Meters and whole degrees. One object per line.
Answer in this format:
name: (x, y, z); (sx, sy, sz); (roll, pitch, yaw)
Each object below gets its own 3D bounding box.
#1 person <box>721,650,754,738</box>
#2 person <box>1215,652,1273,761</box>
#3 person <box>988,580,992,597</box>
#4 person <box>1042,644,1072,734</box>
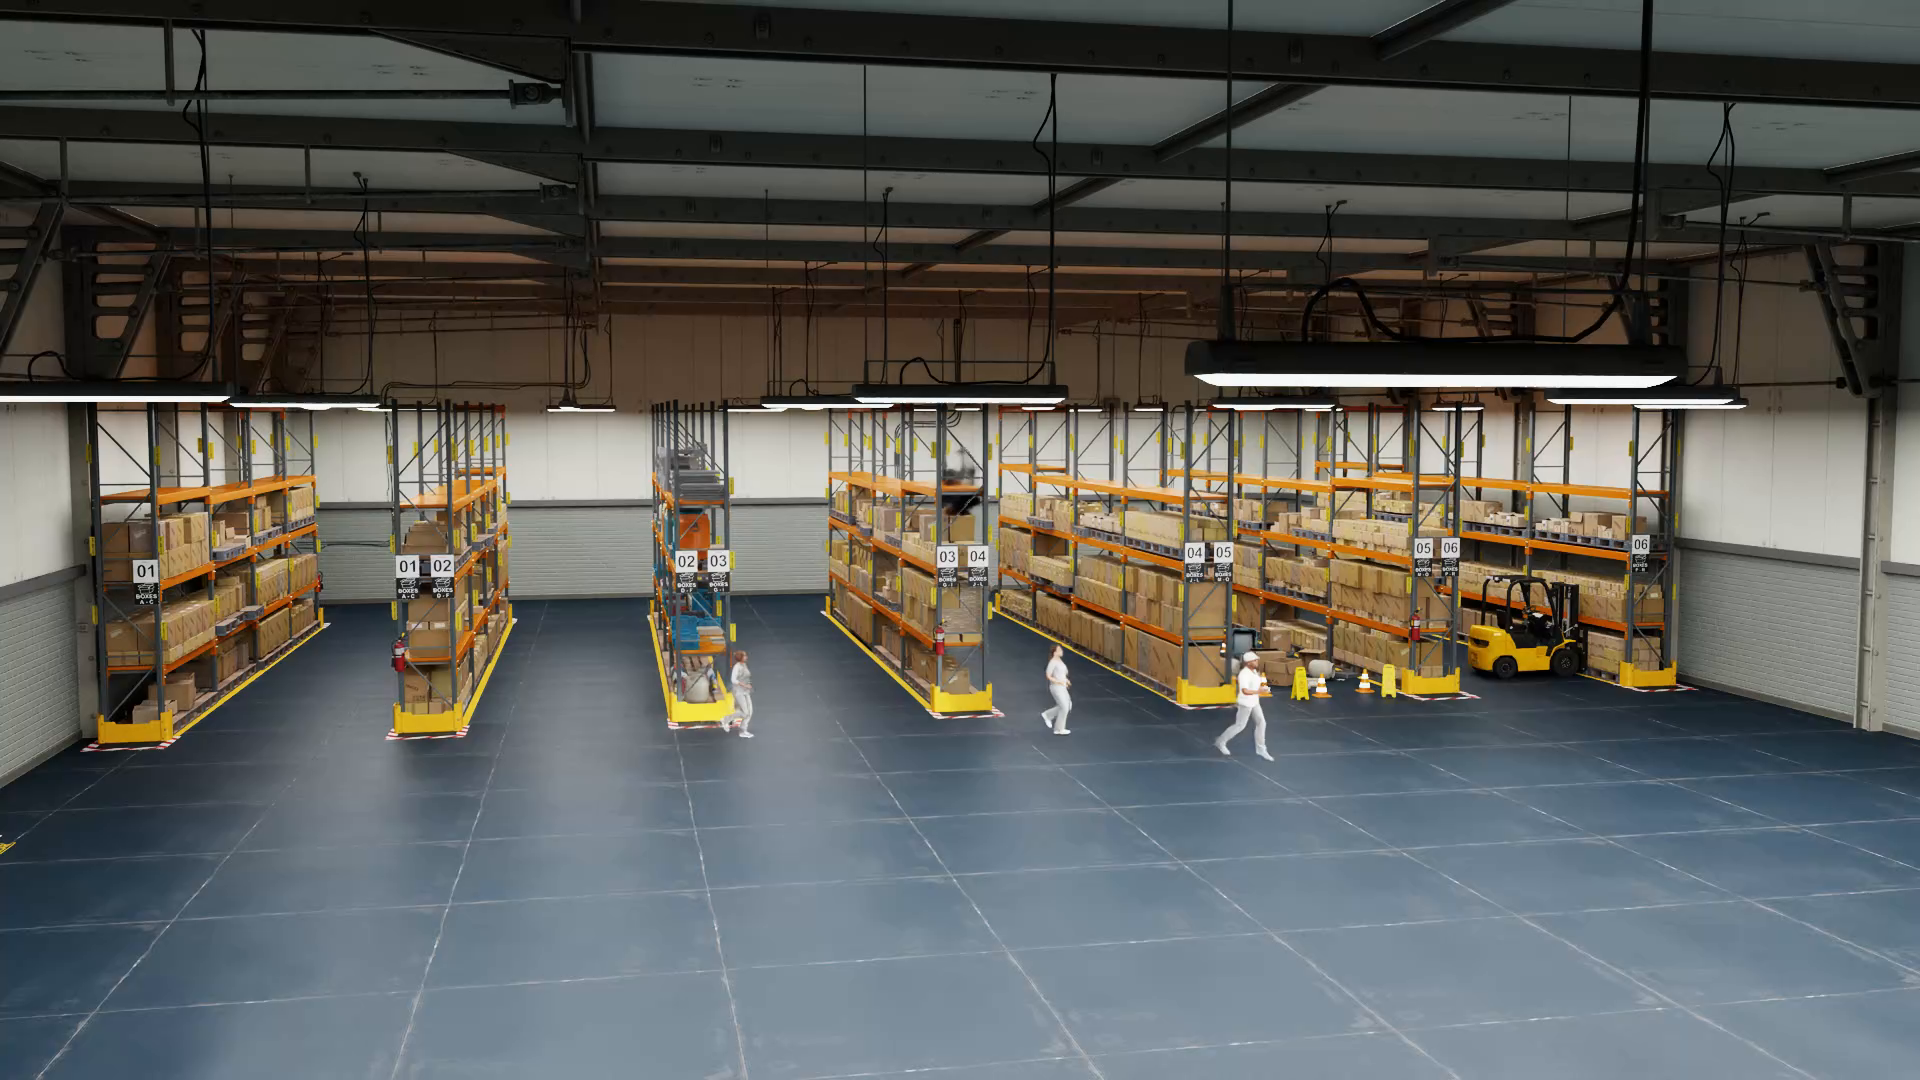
person: (-3.918, 2.721, 29.469); (0.616, 1.551, 0.537); (1, 4, 12)
person: (4.750, 2.752, 27.685); (0.948, 1.801, 0.712); (2, 5, 29)
person: (0.582, 1.563, 44.944); (0.564, 1.584, 0.572); (-1, 4, -11)
person: (1.718, 2.664, 29.802); (0.593, 1.618, 0.561); (2, 5, 26)
